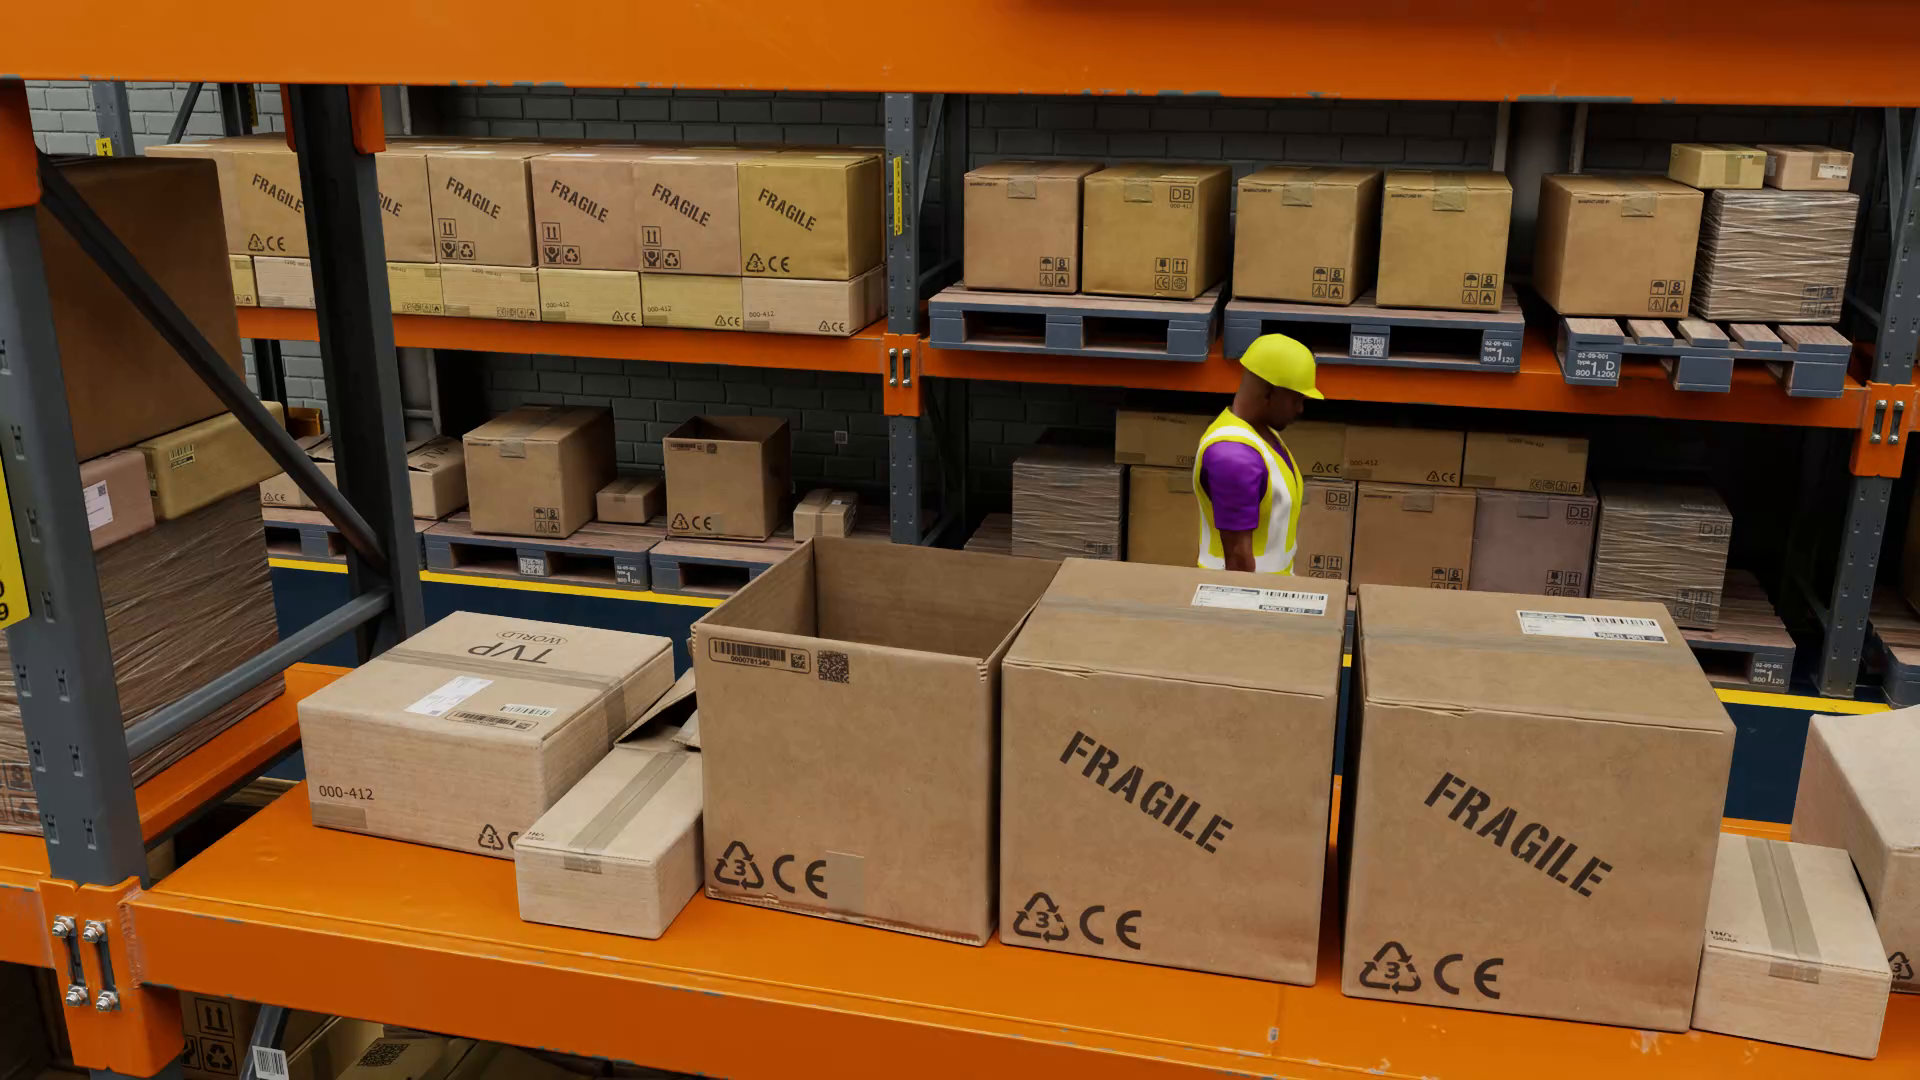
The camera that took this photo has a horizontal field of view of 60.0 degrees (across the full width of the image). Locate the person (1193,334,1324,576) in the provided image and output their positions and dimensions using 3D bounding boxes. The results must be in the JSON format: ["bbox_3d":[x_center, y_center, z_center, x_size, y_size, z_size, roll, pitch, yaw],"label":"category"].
[{"bbox_3d":[0.955,0.190,5.464,0.384,1.752,0.573,5,19,15],"label":"person"}]
